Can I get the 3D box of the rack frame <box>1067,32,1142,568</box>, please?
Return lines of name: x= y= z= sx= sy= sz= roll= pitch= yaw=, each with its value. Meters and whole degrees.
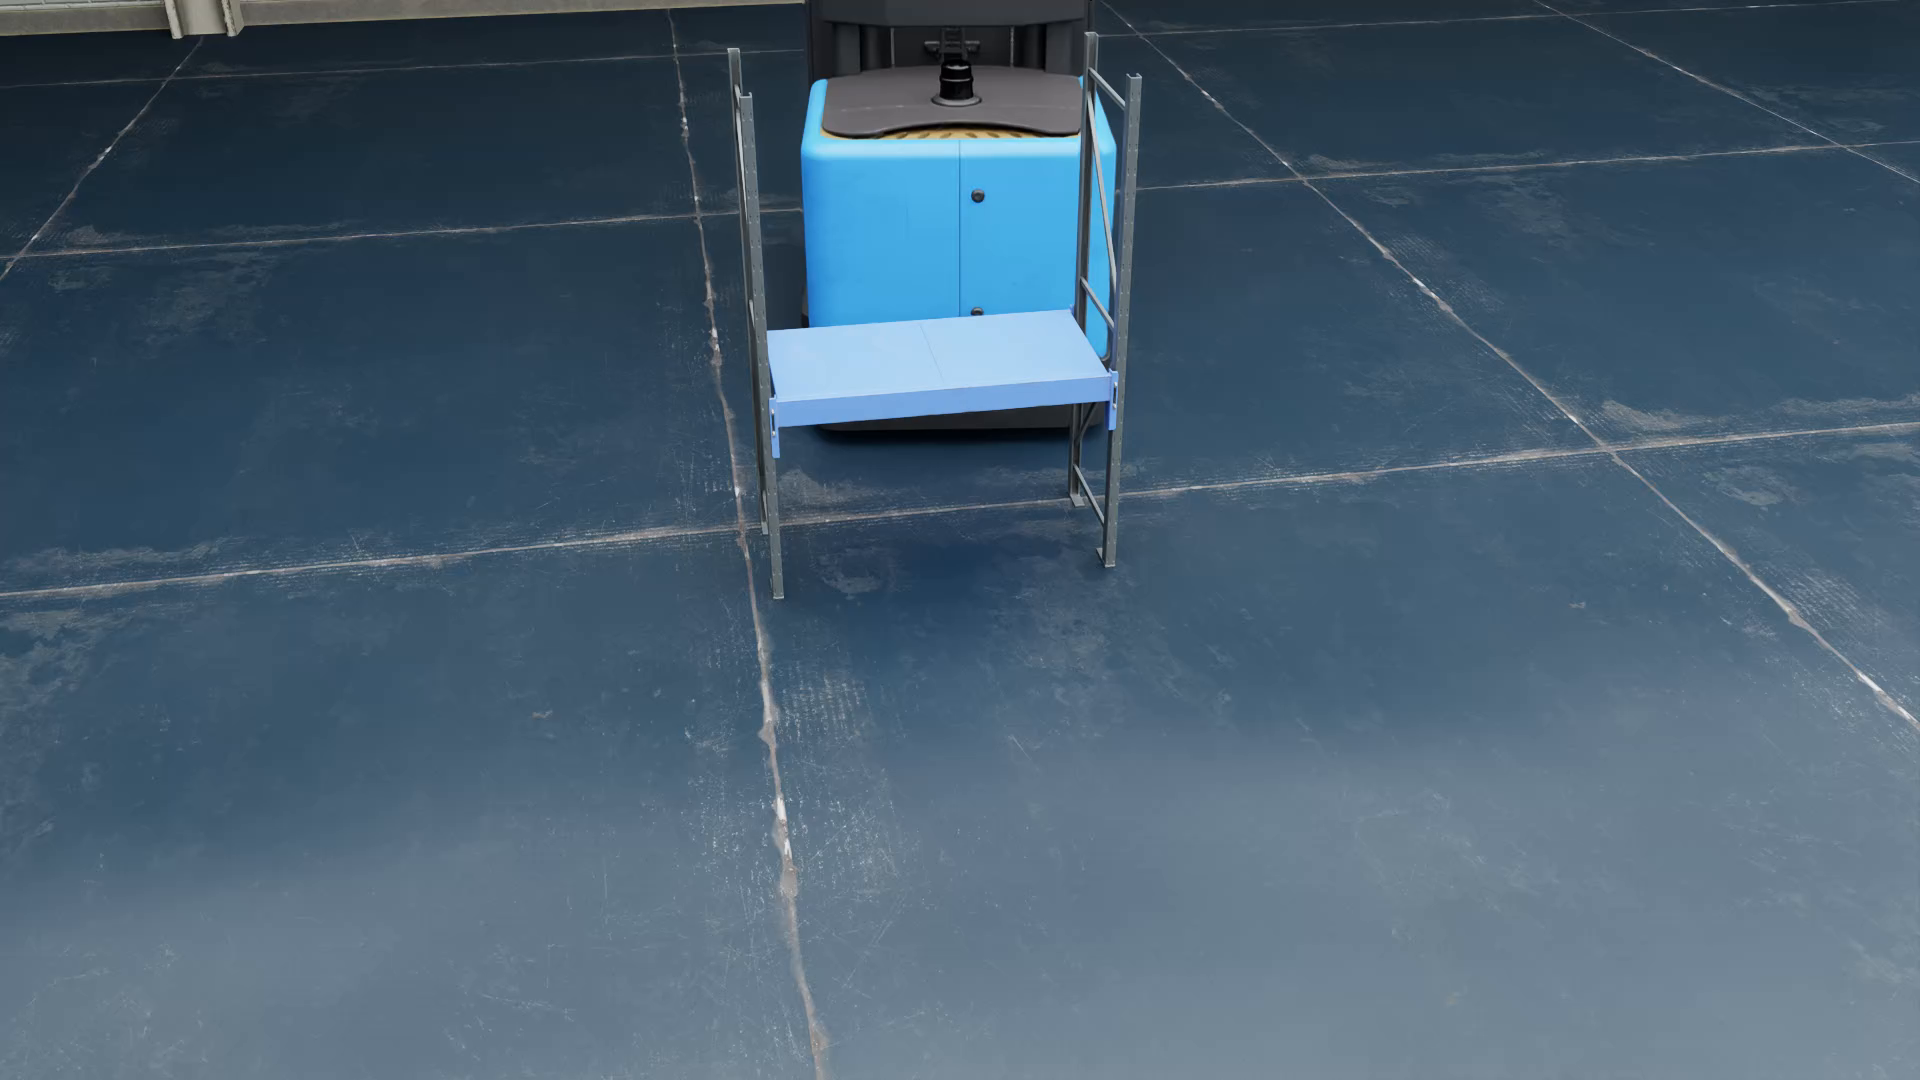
rack frame: x=0.416 y=-0.685 z=4.936 sx=0.032 sy=1.500 sz=0.500 roll=-5 pitch=31 yaw=-9

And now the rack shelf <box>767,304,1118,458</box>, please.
rack shelf: x=-0.084 y=-0.484 z=4.948 sx=1.000 sy=0.185 sz=0.538 roll=-5 pitch=31 yaw=-9

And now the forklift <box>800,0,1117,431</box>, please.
forklift: x=-0.047 y=-2.352 z=6.358 sx=1.130 sy=2.935 sz=3.031 roll=-1 pitch=30 yaw=-2

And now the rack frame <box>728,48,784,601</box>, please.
rack frame: x=-0.584 y=-0.592 z=4.778 sx=0.032 sy=1.500 sz=0.500 roll=-5 pitch=31 yaw=-9

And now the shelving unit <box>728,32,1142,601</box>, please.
shelving unit: x=-0.084 y=-0.639 z=4.857 sx=1.048 sy=1.500 sz=0.538 roll=-5 pitch=31 yaw=-9

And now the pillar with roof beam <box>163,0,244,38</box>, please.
pillar with roof beam: x=-4.165 y=-5.078 z=5.008 sx=0.400 sy=9.000 sz=9.100 roll=-5 pitch=31 yaw=-9
